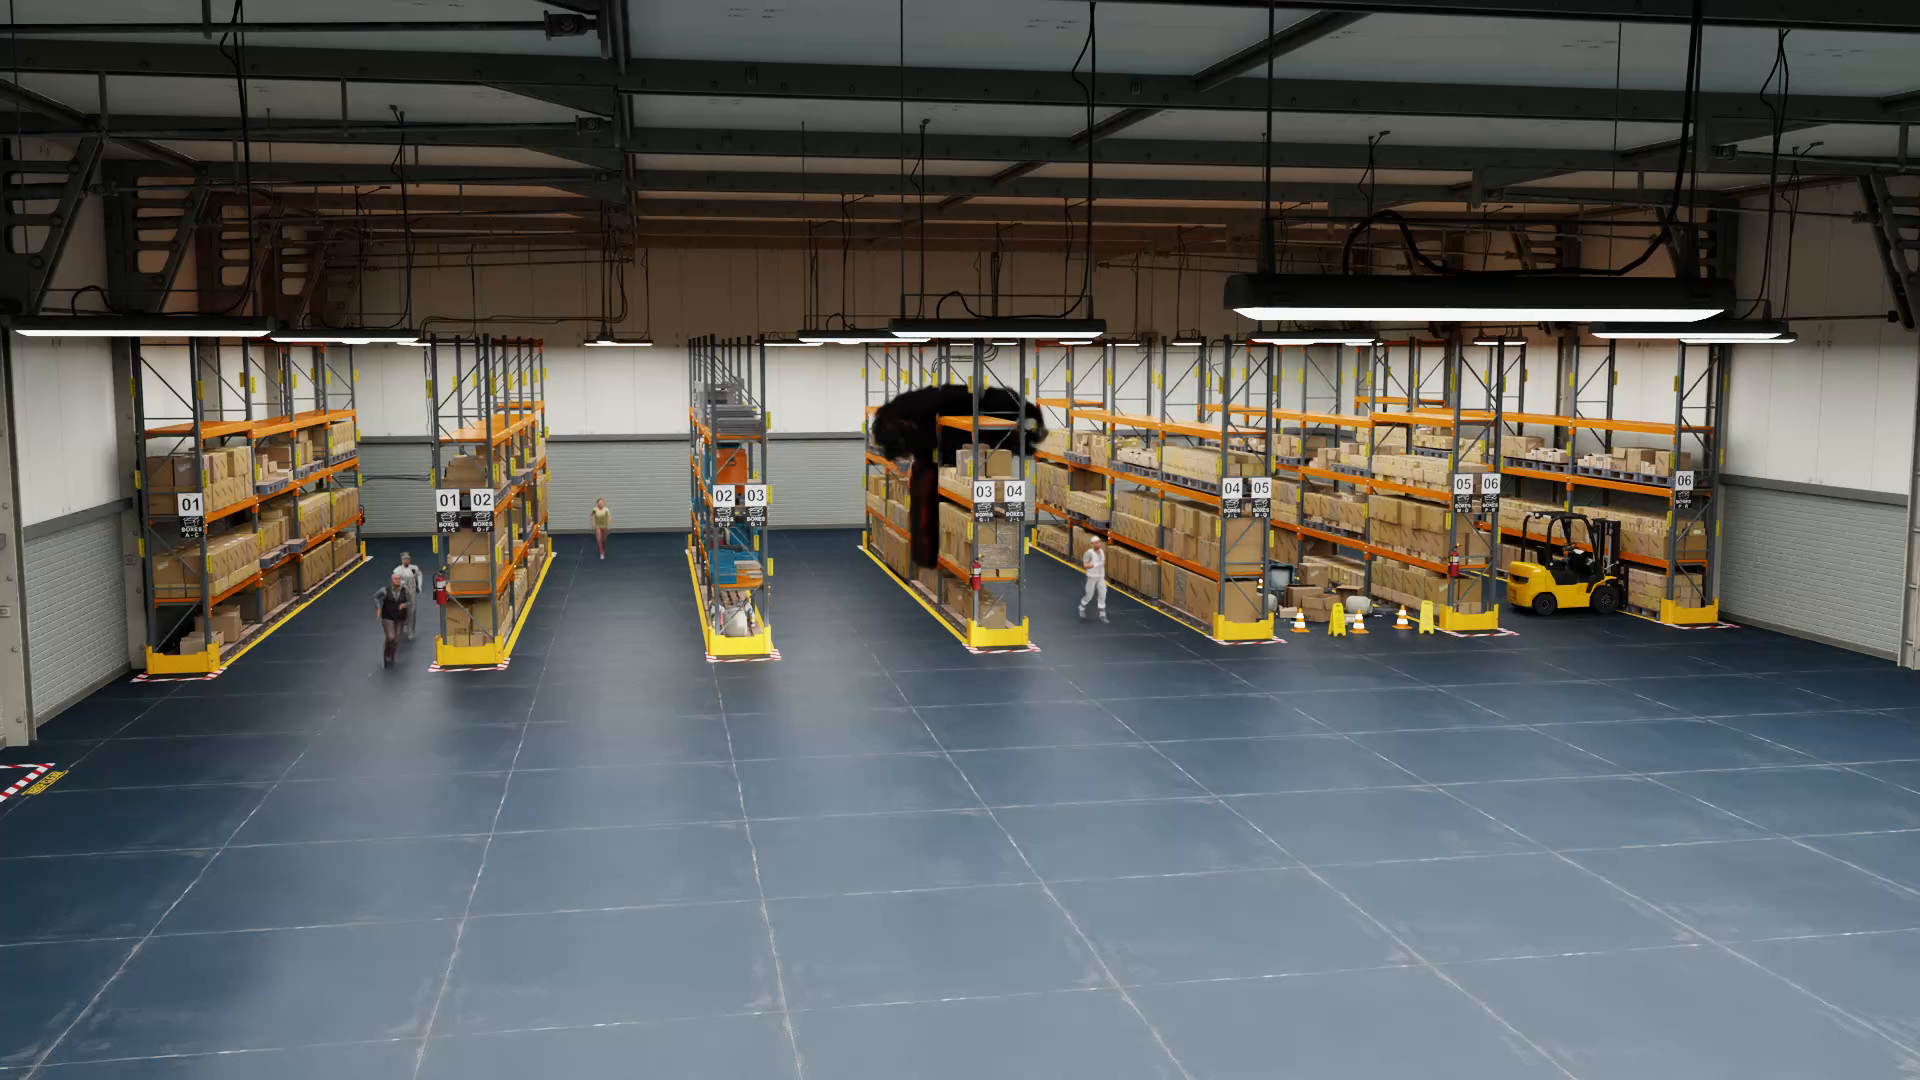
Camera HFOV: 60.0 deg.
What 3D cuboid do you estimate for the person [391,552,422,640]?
[{"bbox_3d":[-10.994,1.082,33.078,0.589,1.715,0.883,-2,7,-19],"label":"person"}]

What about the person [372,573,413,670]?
[{"bbox_3d":[-10.203,1.467,29.995,0.635,1.748,0.725,-5,8,-35],"label":"person"}]

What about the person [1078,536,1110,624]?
[{"bbox_3d":[2.816,0.807,34.932,0.664,1.798,0.944,-4,8,-31],"label":"person"}]

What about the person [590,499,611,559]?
[{"bbox_3d":[-9.891,-0.329,45.789,0.560,1.654,0.877,-2,7,-17],"label":"person"}]
